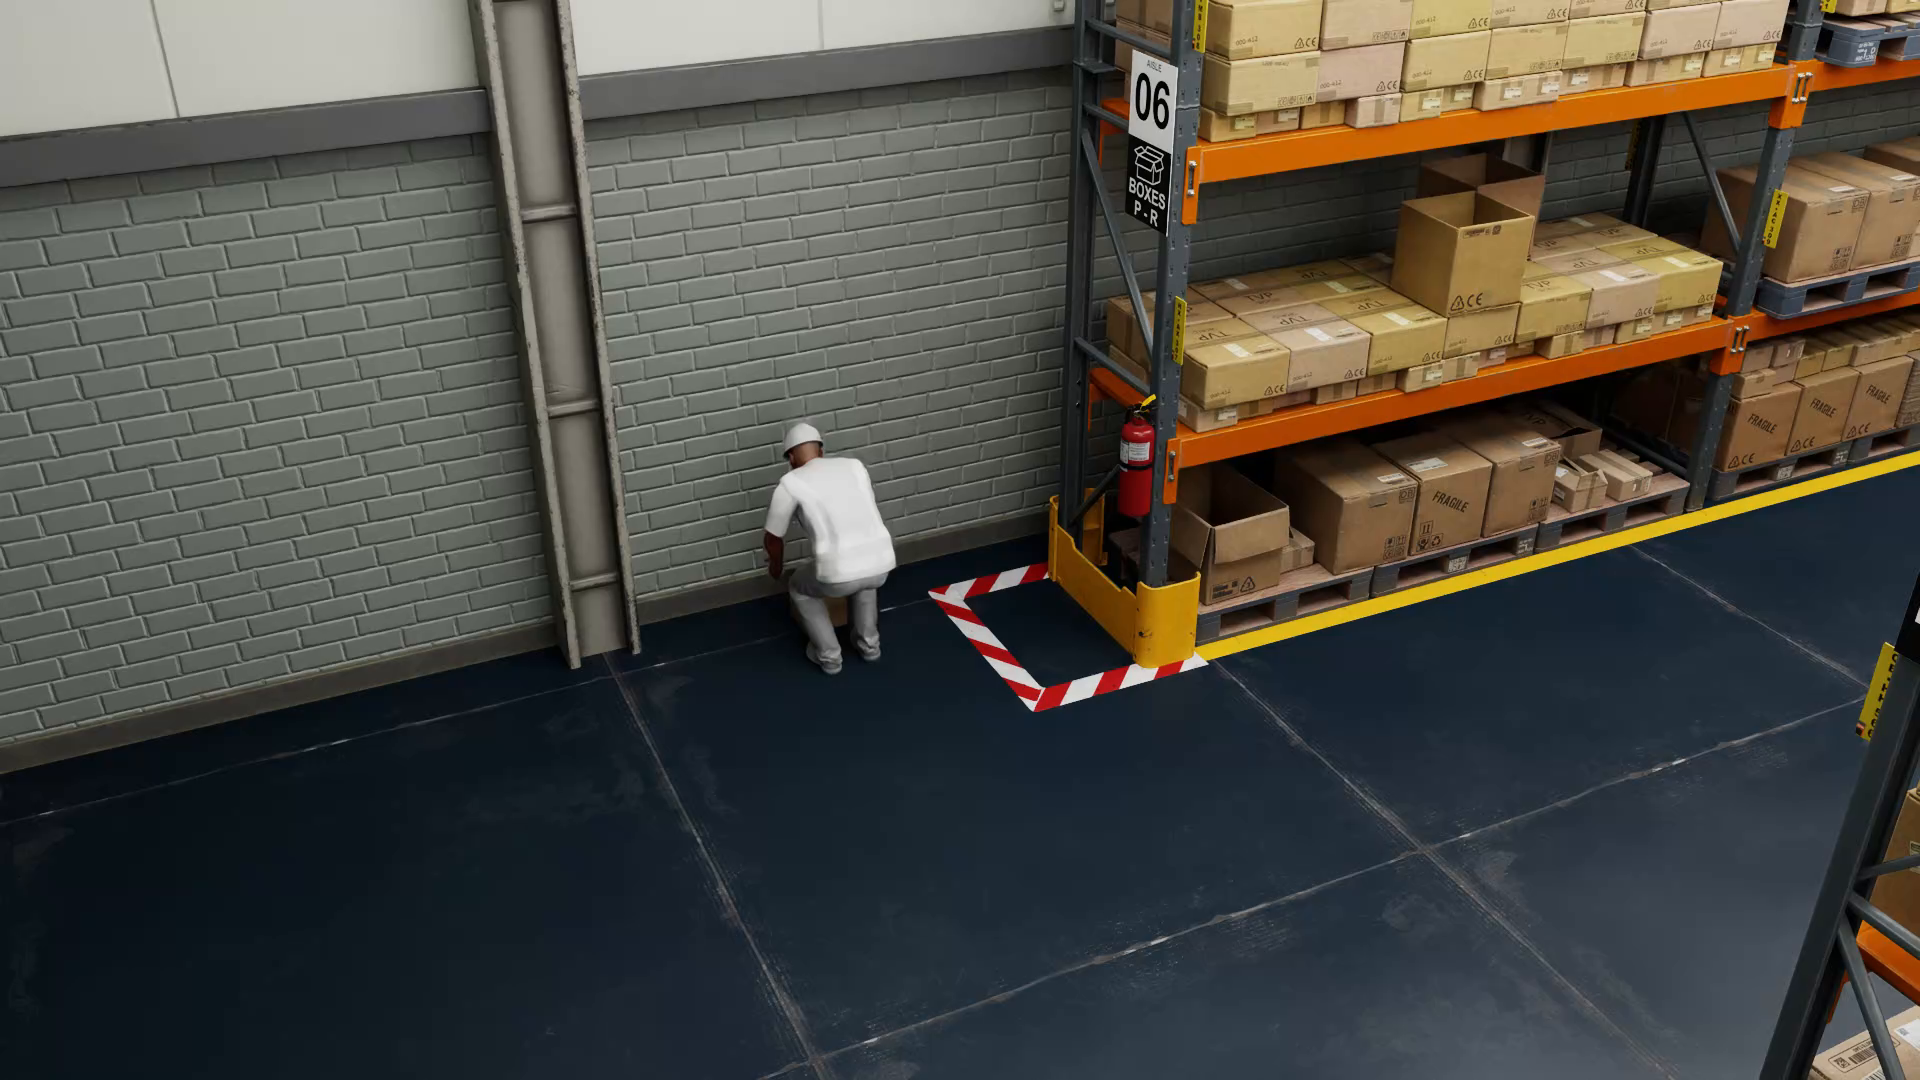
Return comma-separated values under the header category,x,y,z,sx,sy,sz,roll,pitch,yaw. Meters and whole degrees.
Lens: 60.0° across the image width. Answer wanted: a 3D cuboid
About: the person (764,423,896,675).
category,x,y,z,sx,sy,sz,roll,pitch,yaw
person,-0.696,0.068,8.837,0.625,1.250,0.828,-13,32,-22
